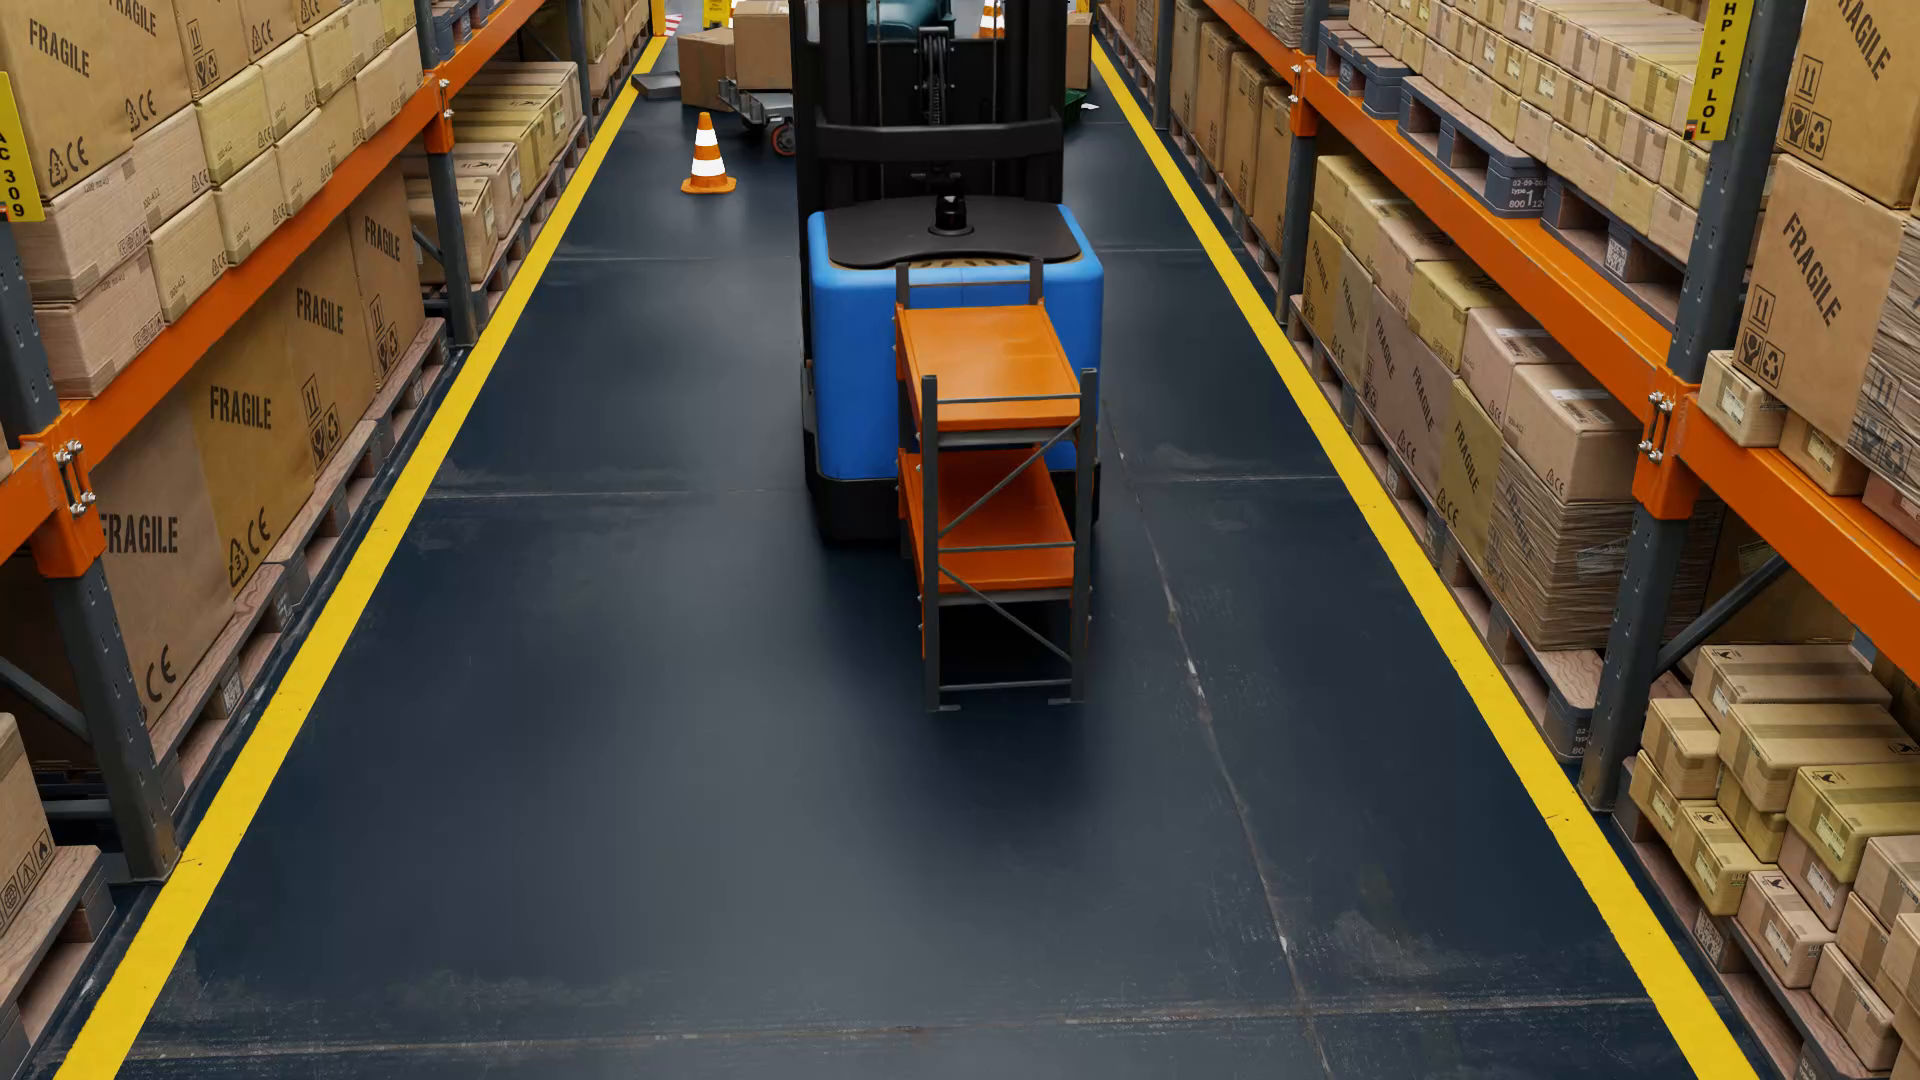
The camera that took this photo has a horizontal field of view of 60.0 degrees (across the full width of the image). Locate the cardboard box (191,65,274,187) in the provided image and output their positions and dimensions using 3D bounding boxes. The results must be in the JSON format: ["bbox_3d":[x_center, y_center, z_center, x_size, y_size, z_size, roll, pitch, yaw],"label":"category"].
[{"bbox_3d":[-2.434,-1.258,5.040,0.500,0.250,0.500,-1,28,-2],"label":"cardboard box"}]

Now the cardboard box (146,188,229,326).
[{"bbox_3d":[-2.425,-0.801,4.705,0.500,0.250,0.500,-2,28,-4],"label":"cardboard box"}]

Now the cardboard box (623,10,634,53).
[{"bbox_3d":[-2.901,-4.080,13.349,0.500,0.250,0.500,-2,28,-4],"label":"cardboard box"}]

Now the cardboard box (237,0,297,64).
[{"bbox_3d":[-2.485,-1.822,5.310,0.500,0.500,0.500,-2,28,-3],"label":"cardboard box"}]

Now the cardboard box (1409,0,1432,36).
[{"bbox_3d":[1.963,-2.047,6.426,0.380,0.149,0.250,-1,28,-2],"label":"cardboard box"}]

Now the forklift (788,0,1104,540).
[{"bbox_3d":[-0.151,-1.953,6.825,1.130,2.935,3.031,-3,28,-5],"label":"forklift"}]

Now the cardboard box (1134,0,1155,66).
[{"bbox_3d":[1.869,-4.232,12.965,0.875,0.875,0.875,-1,28,-2],"label":"cardboard box"}]

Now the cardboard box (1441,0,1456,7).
[{"bbox_3d":[1.977,-2.069,6.147,0.380,0.149,0.250,0,28,0],"label":"cardboard box"}]

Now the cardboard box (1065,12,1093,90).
[{"bbox_3d":[0.777,-3.865,13.117,0.500,0.500,0.500,3,28,6],"label":"cardboard box"}]

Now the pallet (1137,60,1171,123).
[{"bbox_3d":[1.921,-3.397,12.534,1.003,0.211,1.213,-1,28,-3],"label":"pallet"}]

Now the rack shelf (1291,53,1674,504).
[{"bbox_3d":[2.196,-1.190,6.066,1.077,0.370,4.000,-1,28,-3],"label":"rack shelf"}]

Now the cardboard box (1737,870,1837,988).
[{"bbox_3d":[2.077,0.905,3.901,0.380,0.149,0.250,-2,28,-3],"label":"cardboard box"}]

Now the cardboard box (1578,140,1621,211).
[{"bbox_3d":[2.057,-1.074,4.883,0.380,0.149,0.250,-1,28,-3],"label":"cardboard box"}]

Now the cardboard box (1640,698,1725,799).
[{"bbox_3d":[2.000,0.536,4.287,0.380,0.149,0.250,0,28,0],"label":"cardboard box"}]

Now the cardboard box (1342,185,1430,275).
[{"bbox_3d":[1.912,-1.285,6.908,0.500,0.250,0.500,-2,28,-3],"label":"cardboard box"}]

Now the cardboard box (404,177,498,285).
[{"bbox_3d":[-2.866,-1.549,8.363,0.950,0.372,0.625,-3,28,-6],"label":"cardboard box"}]

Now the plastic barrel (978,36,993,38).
[{"bbox_3d":[0.292,-3.625,12.742,0.512,0.421,0.421,19,33,32],"label":"plastic barrel"}]

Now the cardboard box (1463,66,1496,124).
[{"bbox_3d":[1.997,-1.564,5.822,0.380,0.149,0.250,-2,28,-4],"label":"cardboard box"}]

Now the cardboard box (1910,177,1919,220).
[{"bbox_3d":[2.123,-0.752,2.937,0.500,0.500,0.500,-2,28,-4],"label":"cardboard box"}]

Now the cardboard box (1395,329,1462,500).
[{"bbox_3d":[1.961,-0.473,6.162,0.500,0.500,0.500,-2,28,-4],"label":"cardboard box"}]

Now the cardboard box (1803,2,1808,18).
[{"bbox_3d":[2.683,-1.598,5.244,0.380,0.149,0.250,-2,28,-3],"label":"cardboard box"}]

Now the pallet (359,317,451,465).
[{"bbox_3d":[-2.880,-0.664,7.295,1.003,0.211,1.213,-1,28,-3],"label":"pallet"}]

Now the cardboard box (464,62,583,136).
[{"bbox_3d":[-3.025,-2.893,10.940,0.950,0.372,0.625,-1,28,-2],"label":"cardboard box"}]

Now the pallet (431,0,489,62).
[{"bbox_3d":[-2.990,-2.508,8.023,1.213,0.211,1.003,-1,28,-3],"label":"pallet"}]

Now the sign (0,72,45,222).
[{"bbox_3d":[-2.083,-0.852,3.619,0.100,0.325,0.005,-1,28,-3],"label":"sign"}]

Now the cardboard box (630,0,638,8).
[{"bbox_3d":[-2.931,-4.656,13.642,0.500,0.500,0.500,0,28,-1],"label":"cardboard box"}]

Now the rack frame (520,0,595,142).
[{"bbox_3d":[-3.055,-4.114,10.894,1.000,3.000,0.127,-1,28,-3],"label":"rack frame"}]

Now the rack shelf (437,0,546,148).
[{"bbox_3d":[-2.951,-2.871,9.289,1.077,0.370,4.000,-1,28,-3],"label":"rack shelf"}]

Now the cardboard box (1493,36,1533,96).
[{"bbox_3d":[2.010,-1.580,5.531,0.380,0.149,0.250,-1,28,-2],"label":"cardboard box"}]

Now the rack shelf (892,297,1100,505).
[{"bbox_3d":[0.087,-0.468,5.298,0.538,0.278,1.000,-3,28,-5],"label":"rack shelf"}]

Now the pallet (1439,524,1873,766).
[{"bbox_3d":[2.258,0.291,5.463,1.003,0.211,1.213,-1,28,-3],"label":"pallet"}]

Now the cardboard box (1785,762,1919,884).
[{"bbox_3d":[2.129,0.637,3.771,0.380,0.149,0.250,-2,28,-3],"label":"cardboard box"}]

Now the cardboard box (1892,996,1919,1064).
[{"bbox_3d":[2.153,1.014,3.369,0.380,0.149,0.250,0,28,0],"label":"cardboard box"}]

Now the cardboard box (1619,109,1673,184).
[{"bbox_3d":[2.068,-1.093,4.598,0.380,0.149,0.250,-1,28,-2],"label":"cardboard box"}]

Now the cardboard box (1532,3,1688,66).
[{"bbox_3d":[2.035,-1.583,5.216,0.380,0.149,0.250,-2,28,-4],"label":"cardboard box"}]

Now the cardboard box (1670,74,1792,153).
[{"bbox_3d":[2.085,-1.105,4.299,0.380,0.149,0.250,0,28,0],"label":"cardboard box"}]

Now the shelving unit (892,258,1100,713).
[{"bbox_3d":[0.087,-0.209,5.434,0.538,1.125,1.048,-3,28,-5],"label":"shelving unit"}]

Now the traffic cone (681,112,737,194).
[{"bbox_3d":[-1.592,-2.450,10.447,0.336,0.463,0.334,-1,28,-3],"label":"traffic cone"}]

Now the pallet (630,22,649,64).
[{"bbox_3d":[-3.253,-4.314,14.292,1.003,0.211,1.213,-1,28,-3],"label":"pallet"}]

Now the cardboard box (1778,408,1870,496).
[{"bbox_3d":[2.076,-0.218,3.696,0.380,0.149,0.250,-1,28,-1],"label":"cardboard box"}]

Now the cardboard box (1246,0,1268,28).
[{"bbox_3d":[1.775,-2.909,8.476,0.500,0.500,0.500,-1,28,-3],"label":"cardboard box"}]

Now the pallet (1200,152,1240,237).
[{"bbox_3d":[2.065,-2.124,10.095,1.003,0.211,1.213,-1,28,-3],"label":"pallet"}]

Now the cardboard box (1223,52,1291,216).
[{"bbox_3d":[2.101,-2.309,9.411,1.050,0.750,0.750,-1,28,-2],"label":"cardboard box"}]

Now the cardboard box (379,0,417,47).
[{"bbox_3d":[-2.567,-2.204,6.854,0.500,0.250,0.500,-1,28,-3],"label":"cardboard box"}]

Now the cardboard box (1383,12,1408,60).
[{"bbox_3d":[1.942,-2.048,6.750,0.380,0.149,0.250,0,28,0],"label":"cardboard box"}]

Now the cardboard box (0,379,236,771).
[{"bbox_3d":[-2.750,0.052,4.750,0.875,0.875,0.875,-1,28,-1],"label":"cardboard box"}]

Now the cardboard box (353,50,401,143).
[{"bbox_3d":[-2.518,-1.737,6.499,0.500,0.250,0.500,-1,28,-2],"label":"cardboard box"}]

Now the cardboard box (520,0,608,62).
[{"bbox_3d":[-2.816,-3.692,11.794,0.500,0.500,0.500,0,28,0],"label":"cardboard box"}]

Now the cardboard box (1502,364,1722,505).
[{"bbox_3d":[2.009,-0.334,5.084,0.500,0.250,0.500,-2,28,-4],"label":"cardboard box"}]

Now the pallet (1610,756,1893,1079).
[{"bbox_3d":[2.371,0.960,4.181,1.003,0.211,1.213,-1,28,-3],"label":"pallet"}]

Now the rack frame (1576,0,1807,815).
[{"bbox_3d":[2.300,-0.586,4.129,1.000,3.000,0.127,-1,28,-3],"label":"rack frame"}]
